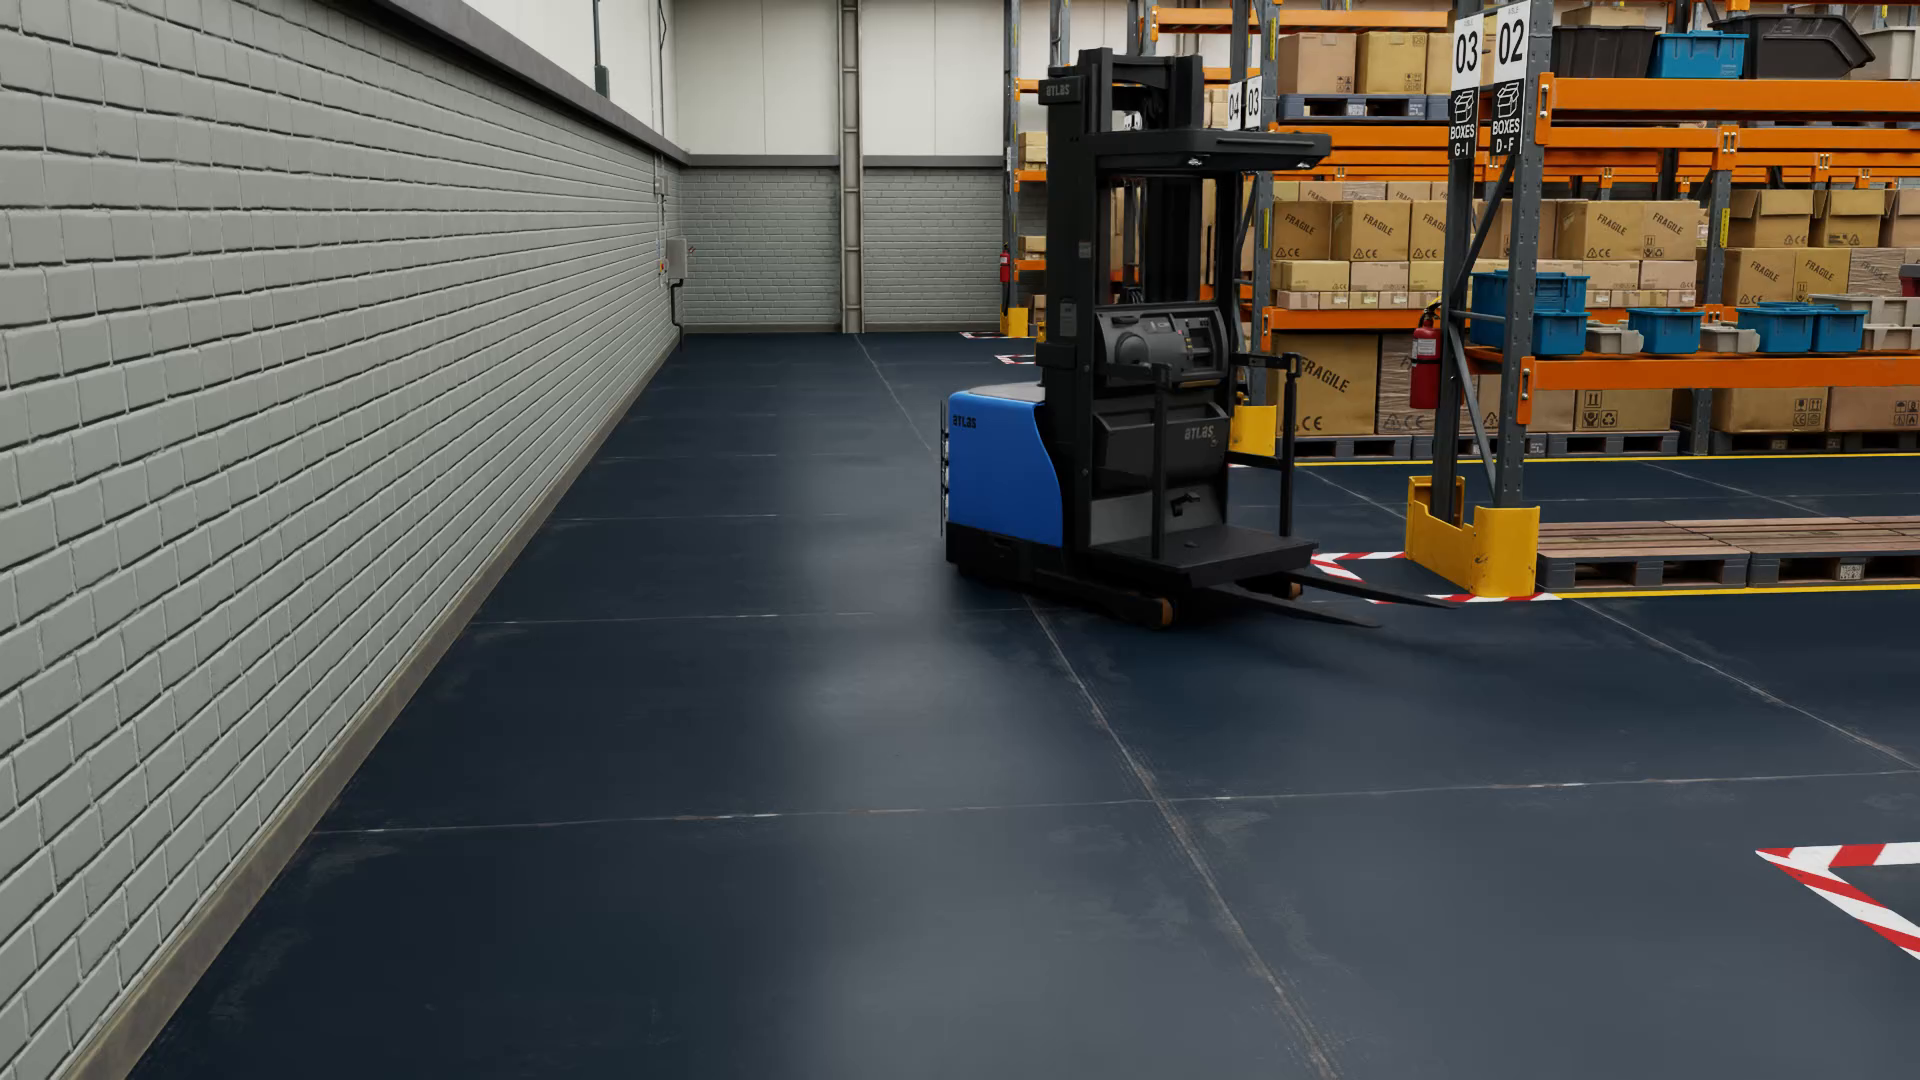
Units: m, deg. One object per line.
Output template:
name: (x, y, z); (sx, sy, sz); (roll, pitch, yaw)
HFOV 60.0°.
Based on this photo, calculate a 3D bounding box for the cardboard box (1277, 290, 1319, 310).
cardboard box: (2.864, -2.039, 14.115); (0.250, 0.149, 0.380); (-1, 11, -5)

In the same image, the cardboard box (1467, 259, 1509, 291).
cardboard box: (4.516, -2.283, 14.320); (0.500, 0.250, 0.500); (-1, 11, -7)

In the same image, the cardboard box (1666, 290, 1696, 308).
cardboard box: (6.184, -2.109, 14.471); (0.250, 0.149, 0.380); (-1, 11, -6)

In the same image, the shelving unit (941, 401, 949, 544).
shelving unit: (-0.008, -0.441, 10.780); (0.210, 0.900, 0.258); (-1, 11, -6)

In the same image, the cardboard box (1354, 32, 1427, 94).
cardboard box: (3.559, -4.004, 14.075); (0.500, 0.500, 0.700); (-2, 11, -8)

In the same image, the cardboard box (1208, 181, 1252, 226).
cardboard box: (3.016, -3.827, 18.938); (0.500, 0.500, 0.500); (-1, 11, -4)

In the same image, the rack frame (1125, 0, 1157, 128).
rack frame: (2.040, -6.115, 18.645); (0.127, 3.000, 1.000); (-1, 11, -6)

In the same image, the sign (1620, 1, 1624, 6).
sign: (9.422, -7.659, 23.665); (0.005, 0.325, 0.100); (-1, 11, -6)

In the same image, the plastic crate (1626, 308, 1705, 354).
plastic crate: (3.946, -1.171, 9.329); (0.300, 0.233, 0.416); (-1, 11, -6)

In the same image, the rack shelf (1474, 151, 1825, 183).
rack shelf: (8.005, -4.415, 19.640); (4.000, 0.370, 1.077); (-1, 11, -6)

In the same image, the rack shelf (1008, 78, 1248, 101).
rack shelf: (2.854, -7.701, 28.587); (4.000, 0.370, 1.077); (-1, 11, -6)

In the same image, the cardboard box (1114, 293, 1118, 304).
cardboard box: (2.874, -4.047, 29.068); (0.500, 0.500, 0.500); (-1, 11, -5)

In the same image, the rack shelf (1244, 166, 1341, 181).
rack shelf: (3.393, -5.279, 24.034); (4.000, 0.370, 1.077); (-1, 11, -6)

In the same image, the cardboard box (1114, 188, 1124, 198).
cardboard box: (2.312, -4.933, 23.654); (0.250, 0.149, 0.380); (-1, 11, -4)

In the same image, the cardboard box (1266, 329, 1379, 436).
cardboard box: (3.103, -1.410, 14.685); (0.875, 0.875, 0.875); (-1, 11, -6)

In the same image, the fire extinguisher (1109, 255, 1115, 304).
fire extinguisher: (1.740, -3.034, 19.691); (0.183, 0.674, 0.296); (-1, 11, -6)

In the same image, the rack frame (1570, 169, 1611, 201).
rack frame: (9.358, -4.285, 24.890); (0.127, 3.000, 1.000); (-1, 11, -6)

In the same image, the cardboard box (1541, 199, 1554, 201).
cardboard box: (8.363, -4.752, 24.411); (0.500, 0.500, 0.500); (-1, 11, -5)

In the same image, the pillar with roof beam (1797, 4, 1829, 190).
pillar with roof beam: (16.447, -7.680, 26.606); (0.400, 9.000, 9.100); (-1, 11, -6)

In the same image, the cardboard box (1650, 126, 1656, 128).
cardboard box: (8.404, -4.875, 19.854); (0.500, 0.500, 0.500); (-1, 11, -6)

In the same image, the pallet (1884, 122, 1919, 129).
pallet: (8.683, -3.717, 14.710); (1.213, 0.211, 1.003); (-1, 11, -3)

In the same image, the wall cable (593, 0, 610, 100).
wall cable: (-3.518, -7.284, 16.249); (0.120, 5.999, 2.277); (-1, 11, -6)

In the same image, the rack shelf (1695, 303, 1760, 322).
rack shelf: (8.440, -1.990, 15.080); (4.000, 0.370, 1.077); (-1, 11, -6)

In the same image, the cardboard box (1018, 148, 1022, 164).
cardboard box: (1.278, -6.676, 28.893); (0.500, 0.250, 0.500); (-1, 11, -7)

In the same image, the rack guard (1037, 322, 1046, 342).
rack guard: (1.381, -2.892, 24.281); (0.348, 0.500, 1.175); (-1, 11, -6)

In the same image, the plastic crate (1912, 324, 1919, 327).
plastic crate: (5.903, -1.171, 9.607); (0.590, 0.125, 0.437); (-1, 11, -6)

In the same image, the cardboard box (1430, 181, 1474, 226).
cardboard box: (5.579, -3.879, 19.200); (0.500, 0.500, 0.500); (-2, 11, -8)

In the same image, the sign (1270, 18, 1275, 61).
sign: (2.529, -4.051, 13.452); (0.005, 0.325, 0.100); (-1, 11, -6)

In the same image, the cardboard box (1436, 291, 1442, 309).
cardboard box: (4.142, -2.066, 14.254); (0.250, 0.149, 0.380); (-1, 11, -7)

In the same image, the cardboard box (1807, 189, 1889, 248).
cardboard box: (7.770, -2.870, 14.830); (0.637, 0.503, 0.797); (-1, 11, -5)

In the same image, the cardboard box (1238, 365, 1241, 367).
cardboard box: (3.101, -2.103, 19.321); (0.250, 0.149, 0.380); (-1, 11, -5)

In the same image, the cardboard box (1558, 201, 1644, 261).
cardboard box: (5.525, -2.671, 14.354); (0.500, 0.500, 0.500); (-1, 11, -5)

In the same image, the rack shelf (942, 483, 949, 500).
rack shelf: (-0.008, -0.320, 10.804); (0.200, 0.077, 0.258); (-1, 11, -6)

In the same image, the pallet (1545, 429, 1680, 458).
pallet: (5.688, -0.932, 15.064); (1.213, 0.211, 1.003); (-1, 11, -6)

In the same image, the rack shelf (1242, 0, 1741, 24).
rack shelf: (4.464, -4.654, 14.116); (4.000, 0.370, 1.077); (-1, 11, -6)

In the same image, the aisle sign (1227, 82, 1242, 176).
aisle sign: (2.371, -3.550, 14.409); (0.004, 0.787, 0.394); (-1, 11, -6)

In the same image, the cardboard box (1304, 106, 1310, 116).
cardboard box: (4.030, -4.804, 18.847); (0.500, 0.250, 0.500); (-2, 11, -8)

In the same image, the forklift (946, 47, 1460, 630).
forklift: (1.229, -1.086, 8.796); (1.130, 2.935, 3.031); (-9, 14, -38)

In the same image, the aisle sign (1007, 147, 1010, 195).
aisle sign: (0.829, -6.288, 28.339); (0.004, 0.787, 0.394); (-1, 11, -6)

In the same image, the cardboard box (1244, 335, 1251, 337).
cardboard box: (3.564, -2.364, 19.875); (0.250, 0.149, 0.380); (-1, 11, -4)

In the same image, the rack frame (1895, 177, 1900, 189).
rack frame: (16.772, -5.404, 30.579); (0.127, 3.000, 1.000); (-1, 11, -6)

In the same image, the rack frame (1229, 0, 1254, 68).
rack frame: (4.842, -8.097, 28.729); (0.127, 3.000, 1.000); (-1, 11, -6)

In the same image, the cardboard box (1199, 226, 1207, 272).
cardboard box: (2.516, -3.323, 18.964); (0.500, 0.500, 0.500); (-1, 11, -3)

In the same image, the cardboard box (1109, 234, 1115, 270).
cardboard box: (1.913, -4.123, 23.803); (0.500, 0.500, 0.500); (-1, 11, -7)

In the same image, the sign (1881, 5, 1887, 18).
sign: (13.401, -7.742, 24.089); (0.005, 0.325, 0.100); (-1, 11, -6)

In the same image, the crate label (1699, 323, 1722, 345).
crate label: (4.365, -1.234, 9.896); (0.243, 0.136, 0.396); (-1, 11, -6)

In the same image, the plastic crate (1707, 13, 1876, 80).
plastic crate: (4.559, -2.689, 9.154); (0.767, 0.338, 0.504); (-1, 11, -6)

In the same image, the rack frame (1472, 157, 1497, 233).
rack frame: (6.017, -3.255, 19.648); (0.127, 3.000, 1.000); (-1, 11, -6)

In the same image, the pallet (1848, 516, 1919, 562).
pallet: (6.260, 0.039, 10.121); (1.213, 0.211, 1.003); (-1, 11, -6)

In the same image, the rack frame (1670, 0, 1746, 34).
rack frame: (6.452, -5.245, 14.220); (0.127, 3.000, 1.000); (-1, 11, -6)

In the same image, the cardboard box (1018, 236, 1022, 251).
cardboard box: (1.294, -5.203, 29.177); (0.500, 0.250, 0.500); (-1, 11, -4)

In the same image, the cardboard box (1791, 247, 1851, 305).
cardboard box: (7.436, -2.323, 14.648); (0.500, 0.500, 0.500); (-1, 11, -6)
